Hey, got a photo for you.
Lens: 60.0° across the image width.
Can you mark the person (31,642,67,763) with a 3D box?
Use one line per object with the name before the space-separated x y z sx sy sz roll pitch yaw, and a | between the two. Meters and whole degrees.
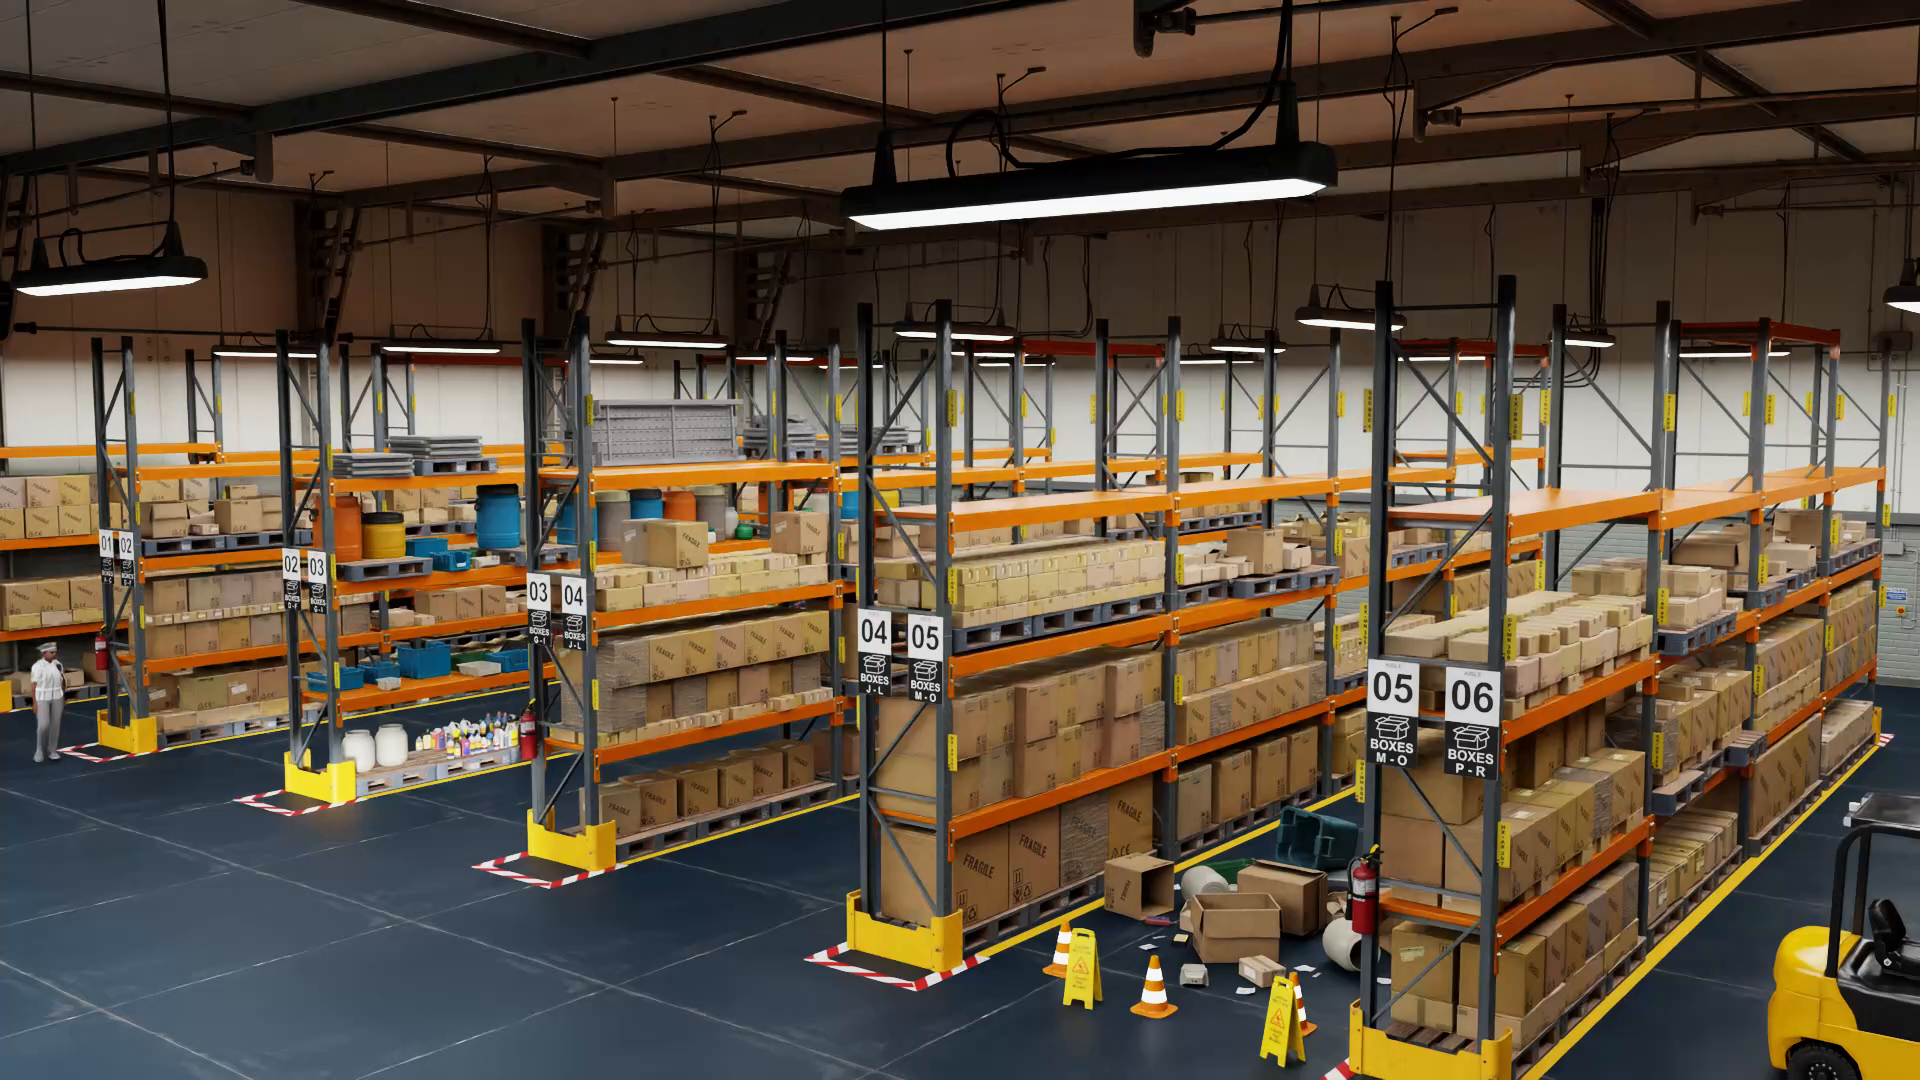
person | -12.853 2.279 23.474 0.406 1.700 0.478 4 6 36
